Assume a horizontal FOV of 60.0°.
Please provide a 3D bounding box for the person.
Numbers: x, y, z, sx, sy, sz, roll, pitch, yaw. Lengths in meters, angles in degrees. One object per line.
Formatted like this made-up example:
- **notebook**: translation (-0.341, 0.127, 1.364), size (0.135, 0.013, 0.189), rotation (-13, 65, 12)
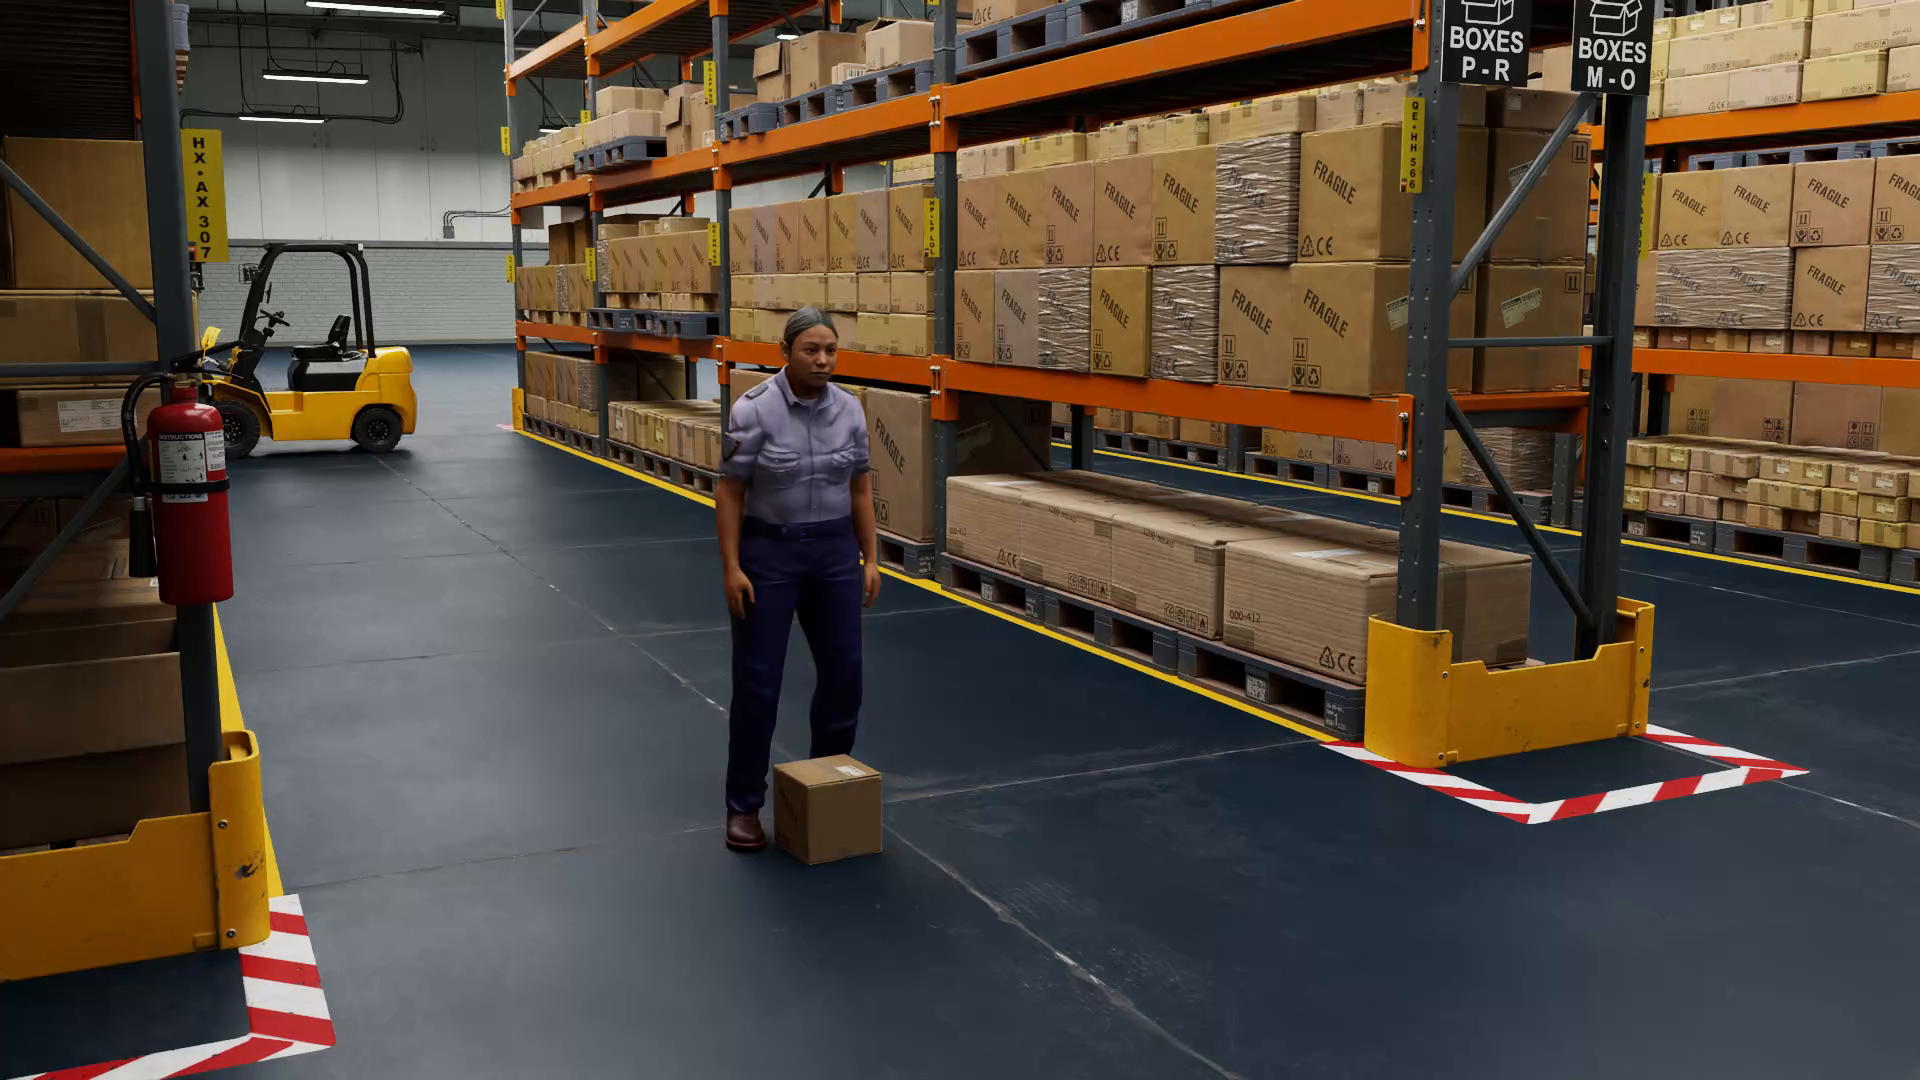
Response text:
- **person**: translation (-0.514, 0.100, 5.211), size (0.557, 1.652, 0.364), rotation (-5, 10, -28)
